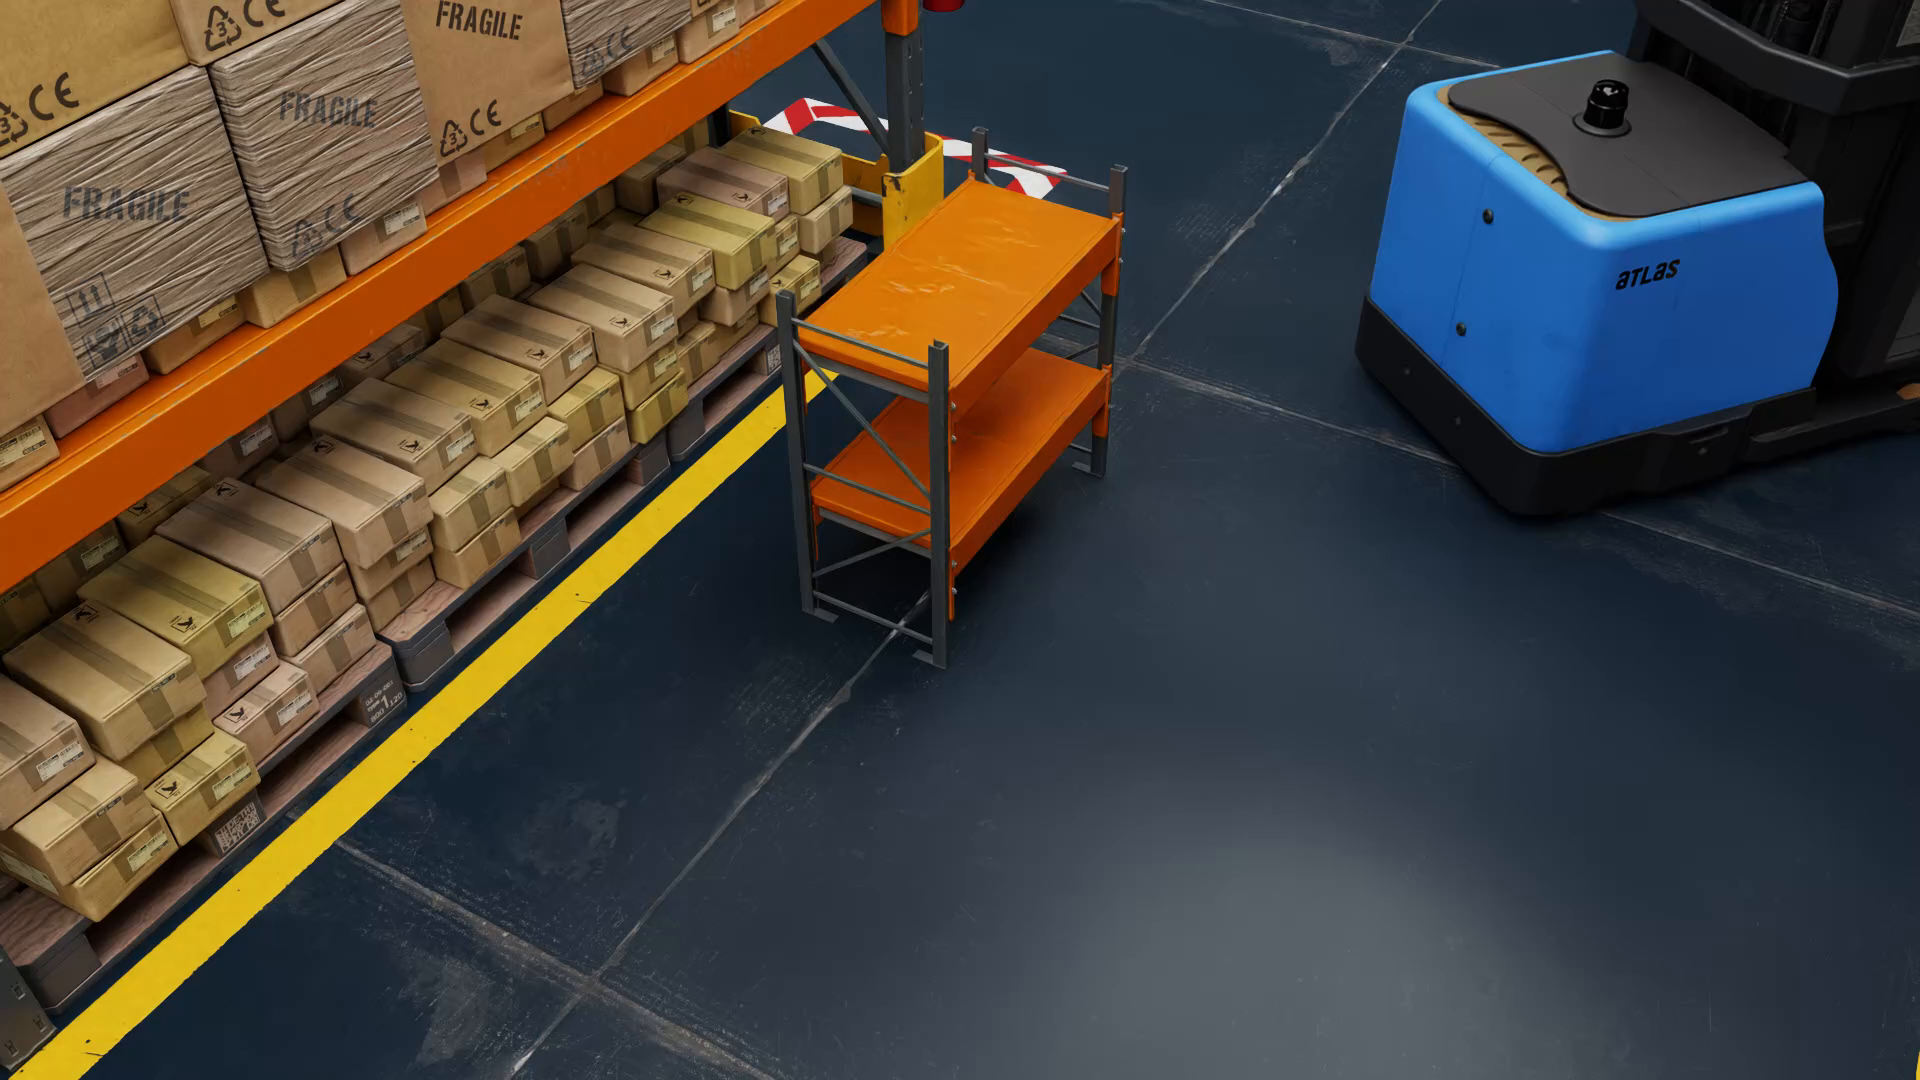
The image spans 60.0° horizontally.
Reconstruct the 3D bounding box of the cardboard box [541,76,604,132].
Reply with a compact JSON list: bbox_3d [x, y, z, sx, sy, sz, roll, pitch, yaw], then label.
[{"bbox_3d":[-1.231,-1.299,4.646,0.380,0.149,0.250,19,45,20],"label":"cardboard box"}]

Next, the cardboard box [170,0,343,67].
[{"bbox_3d":[-1.631,-1.375,3.484,0.500,0.500,0.500,22,46,23],"label":"cardboard box"}]

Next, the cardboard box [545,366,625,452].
[{"bbox_3d":[-1.260,-0.446,5.101,0.380,0.149,0.250,23,46,24],"label":"cardboard box"}]

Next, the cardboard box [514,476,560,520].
[{"bbox_3d":[-1.454,-0.214,5.063,0.380,0.149,0.250,22,46,23],"label":"cardboard box"}]

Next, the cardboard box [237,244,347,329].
[{"bbox_3d":[-1.691,-0.671,3.932,0.380,0.149,0.250,22,46,23],"label":"cardboard box"}]

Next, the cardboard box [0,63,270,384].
[{"bbox_3d":[-1.886,-0.728,3.506,0.500,0.500,0.500,21,45,22],"label":"cardboard box"}]

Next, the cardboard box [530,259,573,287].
[{"bbox_3d":[-1.530,-0.948,5.671,0.380,0.149,0.250,22,46,23],"label":"cardboard box"}]

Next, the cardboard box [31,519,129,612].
[{"bbox_3d":[-2.429,0.002,4.367,0.380,0.149,0.250,21,45,22],"label":"cardboard box"}]

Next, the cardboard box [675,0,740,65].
[{"bbox_3d":[-0.887,-1.575,4.959,0.380,0.149,0.250,22,46,23],"label":"cardboard box"}]

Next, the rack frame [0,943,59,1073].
[{"bbox_3d":[-2.593,-0.093,3.086,1.000,3.000,0.127,21,45,22],"label":"rack frame"}]

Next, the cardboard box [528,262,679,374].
[{"bbox_3d":[-1.103,-0.692,5.155,0.380,0.149,0.250,23,46,24],"label":"cardboard box"}]

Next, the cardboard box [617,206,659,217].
[{"bbox_3d":[-1.262,-1.228,5.989,0.380,0.149,0.250,21,45,22],"label":"cardboard box"}]

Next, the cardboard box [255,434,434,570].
[{"bbox_3d":[-1.660,-0.107,4.491,0.380,0.149,0.250,22,46,23],"label":"cardboard box"}]

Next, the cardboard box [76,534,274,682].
[{"bbox_3d":[-1.969,0.169,4.178,0.380,0.149,0.250,20,45,21],"label":"cardboard box"}]

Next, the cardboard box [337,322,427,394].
[{"bbox_3d":[-1.832,-0.570,5.017,0.380,0.149,0.250,21,46,22],"label":"cardboard box"}]

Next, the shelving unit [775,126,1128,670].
[{"bbox_3d":[0.003,-0.426,4.883,0.538,1.125,1.048,21,45,22],"label":"shelving unit"}]

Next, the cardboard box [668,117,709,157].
[{"bbox_3d":[-1.148,-1.505,6.079,0.380,0.149,0.250,19,45,20],"label":"cardboard box"}]

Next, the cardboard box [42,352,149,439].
[{"bbox_3d":[-2.015,-0.395,3.619,0.380,0.149,0.250,19,45,20],"label":"cardboard box"}]

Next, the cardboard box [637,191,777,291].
[{"bbox_3d":[-0.832,-0.991,5.495,0.380,0.149,0.250,20,45,21],"label":"cardboard box"}]

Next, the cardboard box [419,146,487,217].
[{"bbox_3d":[-1.457,-0.991,4.295,0.380,0.149,0.250,23,46,24],"label":"cardboard box"}]

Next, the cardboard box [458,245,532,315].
[{"bbox_3d":[-1.618,-0.881,5.370,0.380,0.149,0.250,23,46,24],"label":"cardboard box"}]

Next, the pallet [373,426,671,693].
[{"bbox_3d":[-1.678,-0.143,5.253,1.003,0.211,1.213,21,45,22],"label":"pallet"}]

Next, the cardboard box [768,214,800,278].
[{"bbox_3d":[-0.786,-1.053,5.790,0.380,0.149,0.250,20,45,21],"label":"cardboard box"}]

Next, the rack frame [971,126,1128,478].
[{"bbox_3d":[0.258,-0.717,5.213,0.500,1.125,0.032,21,45,22],"label":"rack frame"}]

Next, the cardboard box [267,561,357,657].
[{"bbox_3d":[-1.858,0.127,4.451,0.380,0.149,0.250,19,45,20],"label":"cardboard box"}]

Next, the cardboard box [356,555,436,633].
[{"bbox_3d":[-1.732,0.078,4.731,0.380,0.149,0.250,19,45,20],"label":"cardboard box"}]

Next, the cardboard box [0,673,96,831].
[{"bbox_3d":[-2.242,0.468,3.839,0.380,0.149,0.250,23,46,24],"label":"cardboard box"}]

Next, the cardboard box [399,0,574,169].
[{"bbox_3d":[-1.360,-1.320,4.179,0.500,0.500,0.500,23,46,24],"label":"cardboard box"}]

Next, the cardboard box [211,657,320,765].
[{"bbox_3d":[-1.920,0.406,4.359,0.380,0.149,0.250,21,45,22],"label":"cardboard box"}]

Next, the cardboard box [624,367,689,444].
[{"bbox_3d":[-1.108,-0.484,5.369,0.380,0.149,0.250,19,45,20],"label":"cardboard box"}]

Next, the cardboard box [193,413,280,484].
[{"bbox_3d":[-2.176,-0.306,4.717,0.380,0.149,0.250,19,45,20],"label":"cardboard box"}]

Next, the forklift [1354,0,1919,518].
[{"bbox_3d":[2.970,-1.780,5.054,3.031,2.935,1.130,-14,43,-15],"label":"forklift"}]

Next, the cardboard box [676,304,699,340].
[{"bbox_3d":[-1.091,-0.767,5.465,0.380,0.149,0.250,20,45,22],"label":"cardboard box"}]

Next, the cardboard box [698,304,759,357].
[{"bbox_3d":[-0.922,-0.796,5.723,0.380,0.149,0.250,21,45,22],"label":"cardboard box"}]

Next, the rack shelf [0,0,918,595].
[{"bbox_3d":[-1.593,-0.967,4.623,1.077,0.370,4.000,21,45,22],"label":"rack shelf"}]

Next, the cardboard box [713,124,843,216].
[{"bbox_3d":[-0.637,-1.306,5.852,0.380,0.149,0.250,21,46,23],"label":"cardboard box"}]

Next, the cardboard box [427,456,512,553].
[{"bbox_3d":[-1.518,-0.146,4.761,0.380,0.149,0.250,21,45,22],"label":"cardboard box"}]

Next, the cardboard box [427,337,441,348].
[{"bbox_3d":[-1.681,-0.596,5.271,0.380,0.149,0.250,23,46,24],"label":"cardboard box"}]

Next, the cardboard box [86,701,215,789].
[{"bbox_3d":[-2.086,0.432,4.104,0.380,0.149,0.250,21,46,22],"label":"cardboard box"}]

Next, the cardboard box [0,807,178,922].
[{"bbox_3d":[-2.133,0.717,4.005,0.380,0.149,0.250,19,45,20],"label":"cardboard box"}]

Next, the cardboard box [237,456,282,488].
[{"bbox_3d":[-2.146,-0.159,4.775,0.380,0.149,0.250,22,46,23],"label":"cardboard box"}]

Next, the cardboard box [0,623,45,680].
[{"bbox_3d":[-2.586,0.264,4.295,0.380,0.149,0.250,19,45,20],"label":"cardboard box"}]

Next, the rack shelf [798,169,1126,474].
[{"bbox_3d":[0.003,-0.646,4.689,0.538,0.278,1.000,21,45,22],"label":"rack shelf"}]

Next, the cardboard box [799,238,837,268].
[{"bbox_3d":[-0.675,-1.099,6.068,0.380,0.149,0.250,22,46,23],"label":"cardboard box"}]

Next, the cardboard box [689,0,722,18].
[{"bbox_3d":[-0.856,-1.896,4.832,0.500,0.500,0.500,20,45,21],"label":"cardboard box"}]

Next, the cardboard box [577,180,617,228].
[{"bbox_3d":[-1.419,-1.206,5.739,0.380,0.149,0.250,21,45,22],"label":"cardboard box"}]

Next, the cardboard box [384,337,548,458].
[{"bbox_3d":[-1.437,-0.418,4.844,0.380,0.149,0.250,21,46,22],"label":"cardboard box"}]

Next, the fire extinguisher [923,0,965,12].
[{"bbox_3d":[-0.066,-2.204,5.824,0.296,0.674,0.183,21,45,22],"label":"fire extinguisher"}]
